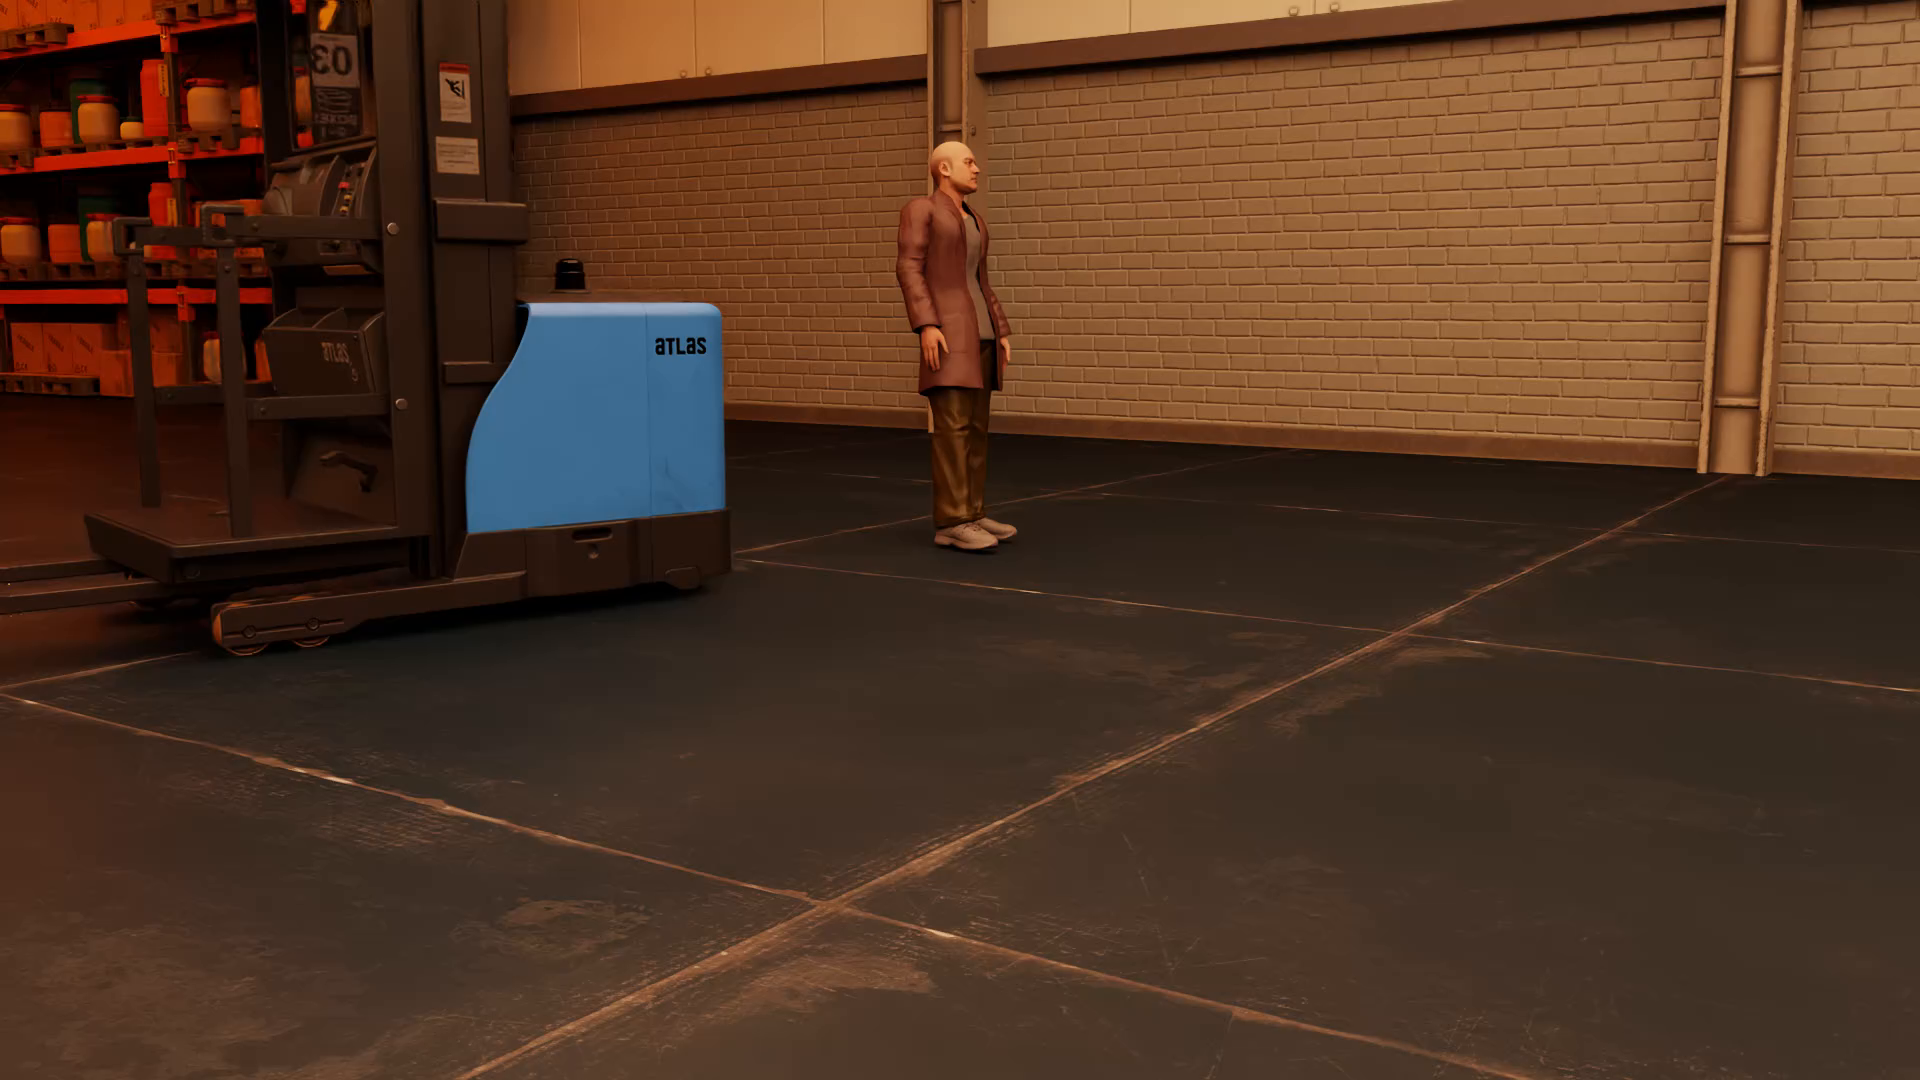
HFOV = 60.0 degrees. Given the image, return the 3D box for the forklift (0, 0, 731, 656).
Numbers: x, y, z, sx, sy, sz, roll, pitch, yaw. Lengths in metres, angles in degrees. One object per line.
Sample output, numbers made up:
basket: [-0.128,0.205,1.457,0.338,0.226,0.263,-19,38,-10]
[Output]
forklift: [-2.313,-1.177,5.473,3.031,2.935,1.130,-7,11,-40]

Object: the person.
person: [0.074,-0.880,7.423,0.579,1.777,0.698,5,10,34]
